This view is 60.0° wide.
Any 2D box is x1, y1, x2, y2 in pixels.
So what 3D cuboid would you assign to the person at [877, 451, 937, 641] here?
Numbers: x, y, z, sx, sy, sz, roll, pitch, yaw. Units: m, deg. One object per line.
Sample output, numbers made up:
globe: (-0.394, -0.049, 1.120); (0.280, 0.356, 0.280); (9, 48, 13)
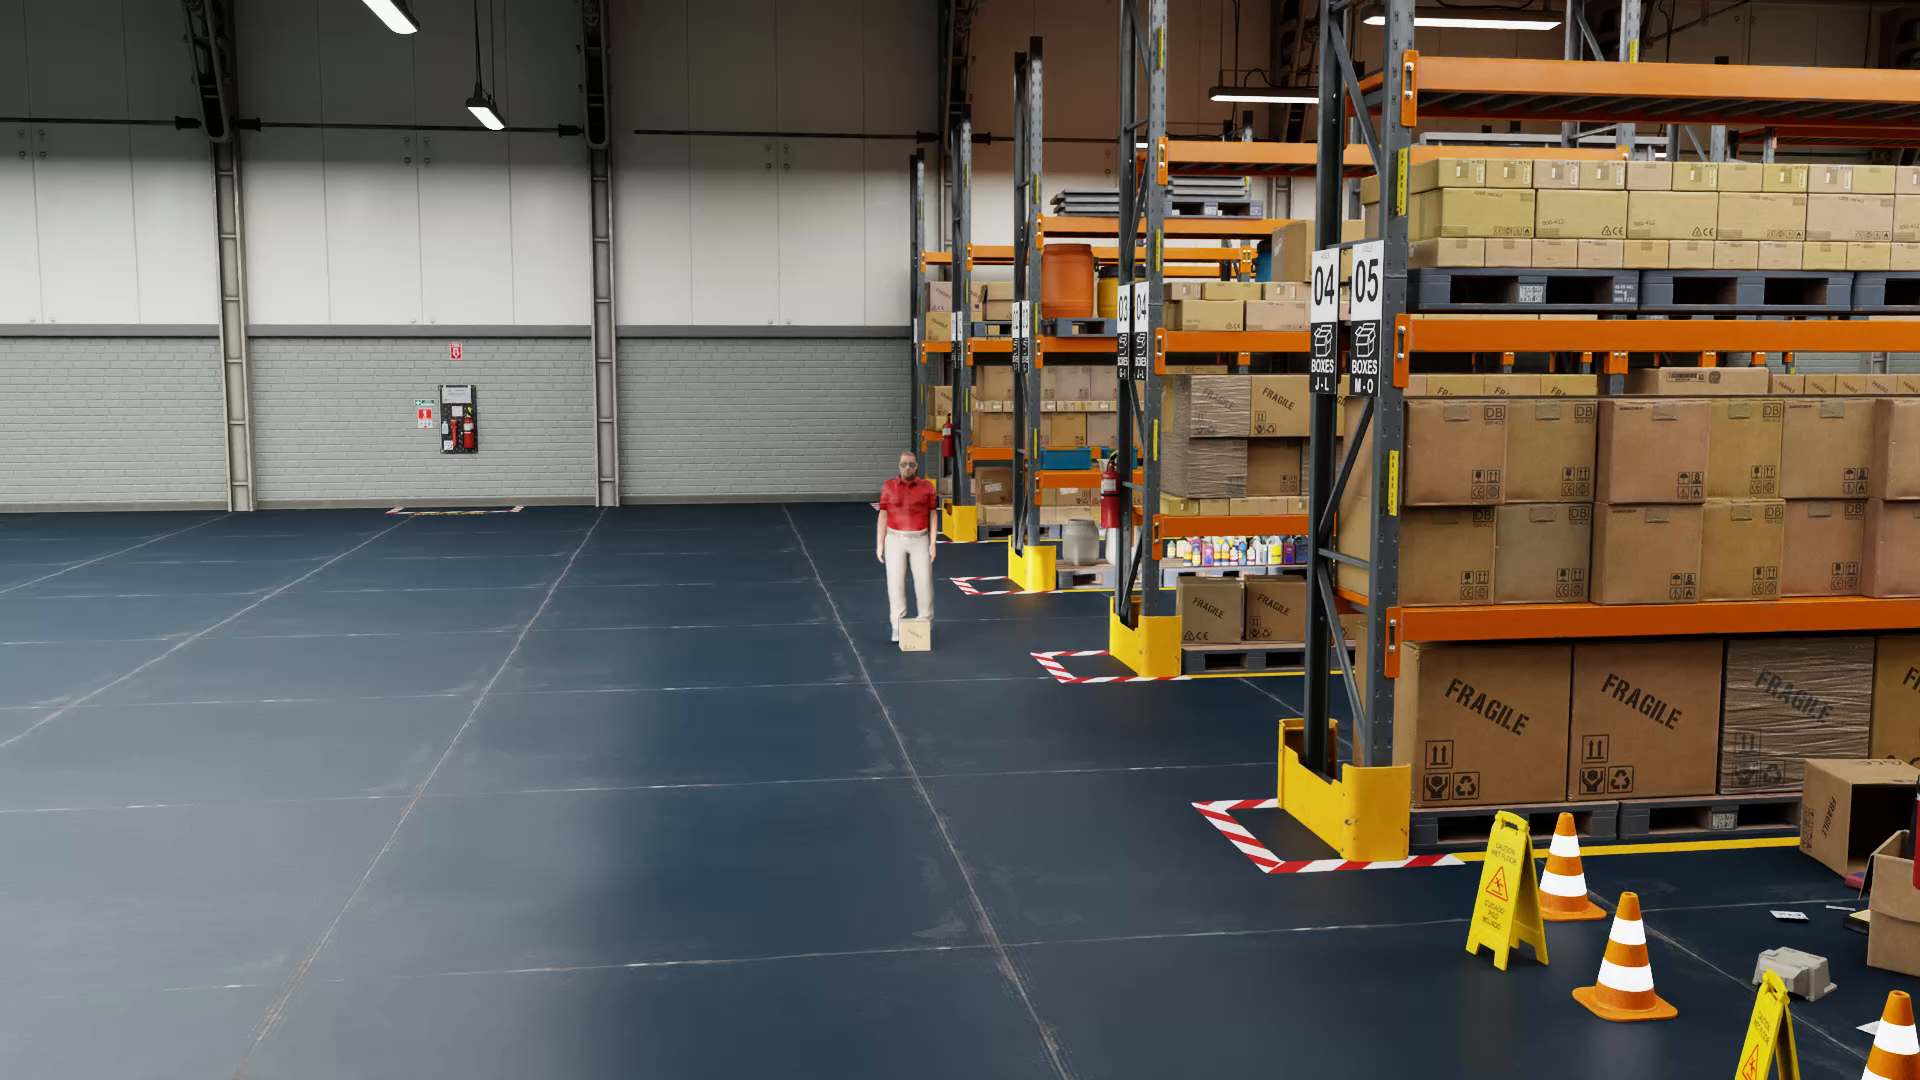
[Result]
person: (-0.488, 0.064, 15.278); (0.558, 1.753, 0.607); (0, 6, 0)
